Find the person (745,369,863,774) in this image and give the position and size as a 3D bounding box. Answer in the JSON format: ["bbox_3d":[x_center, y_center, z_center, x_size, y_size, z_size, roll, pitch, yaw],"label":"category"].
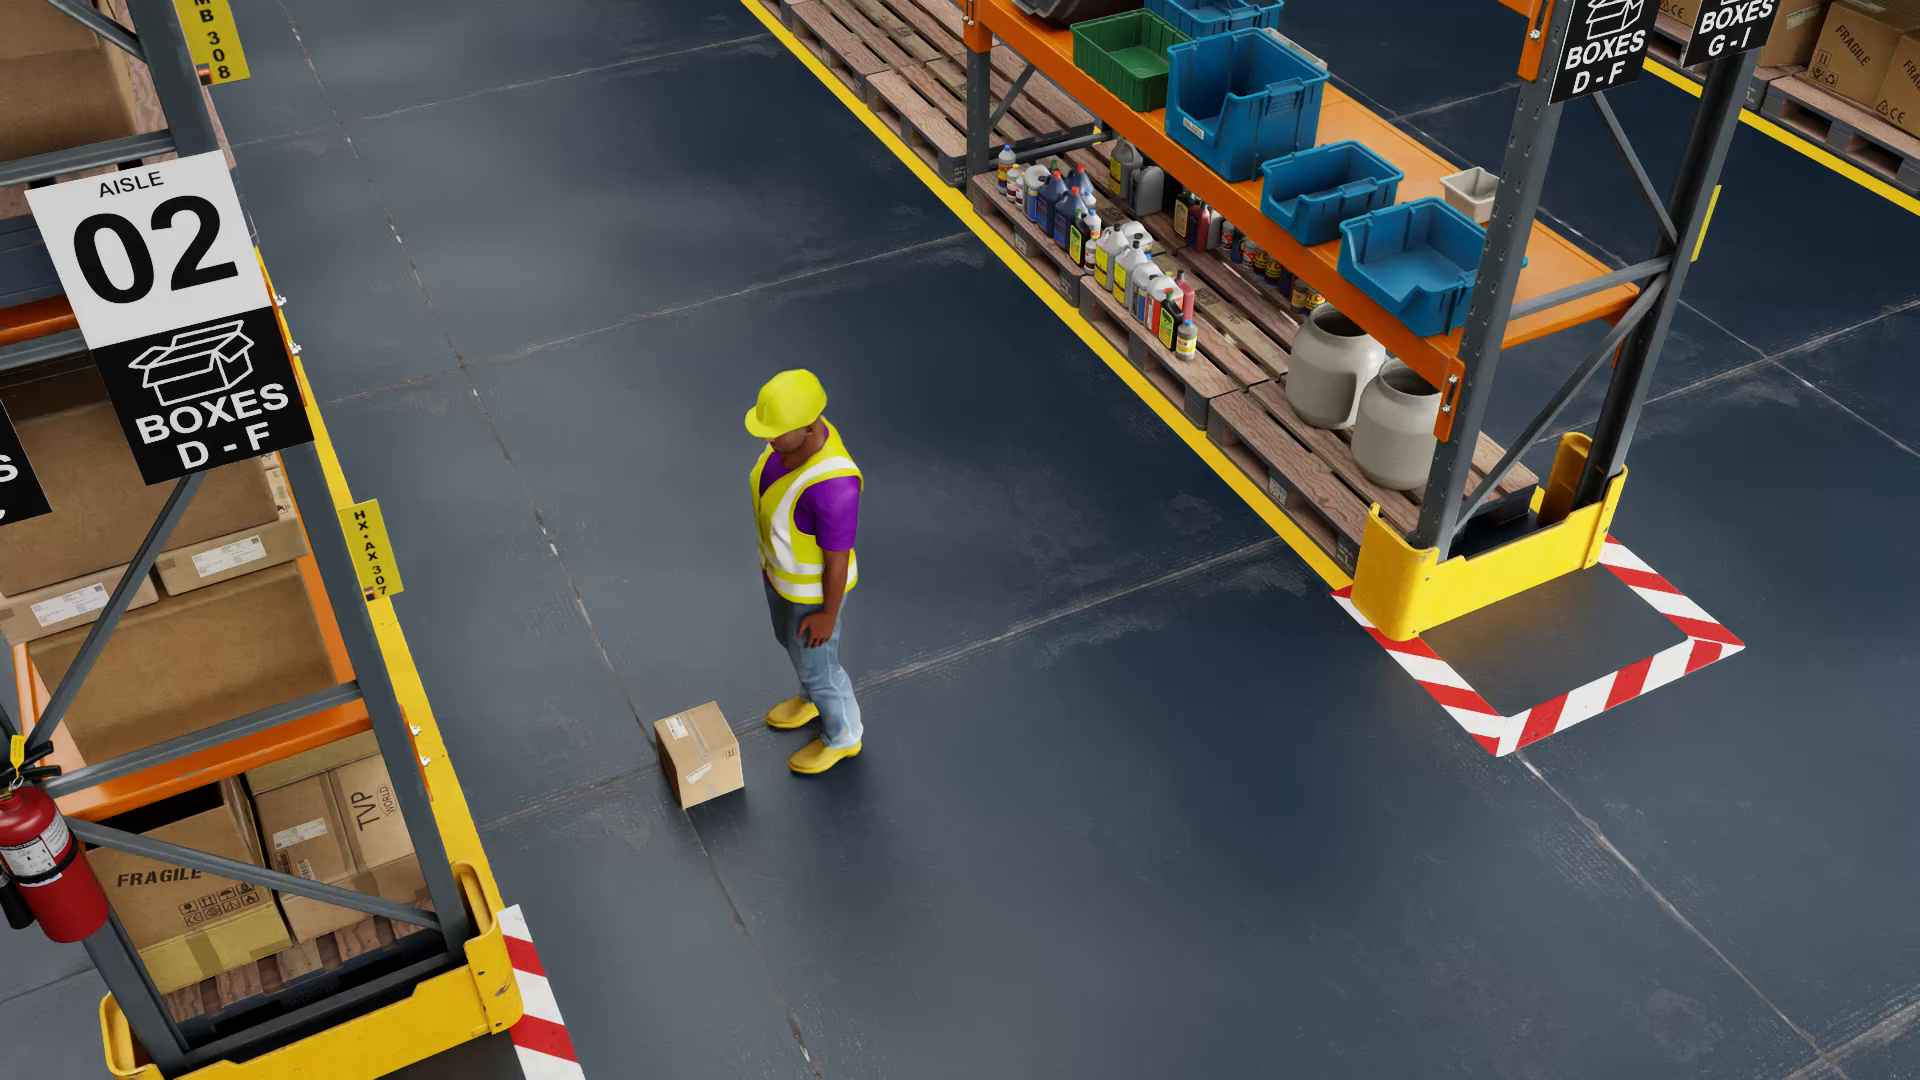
[{"bbox_3d":[-0.549,0.117,6.008,0.362,1.762,0.566,-18,44,-20],"label":"person"}]
